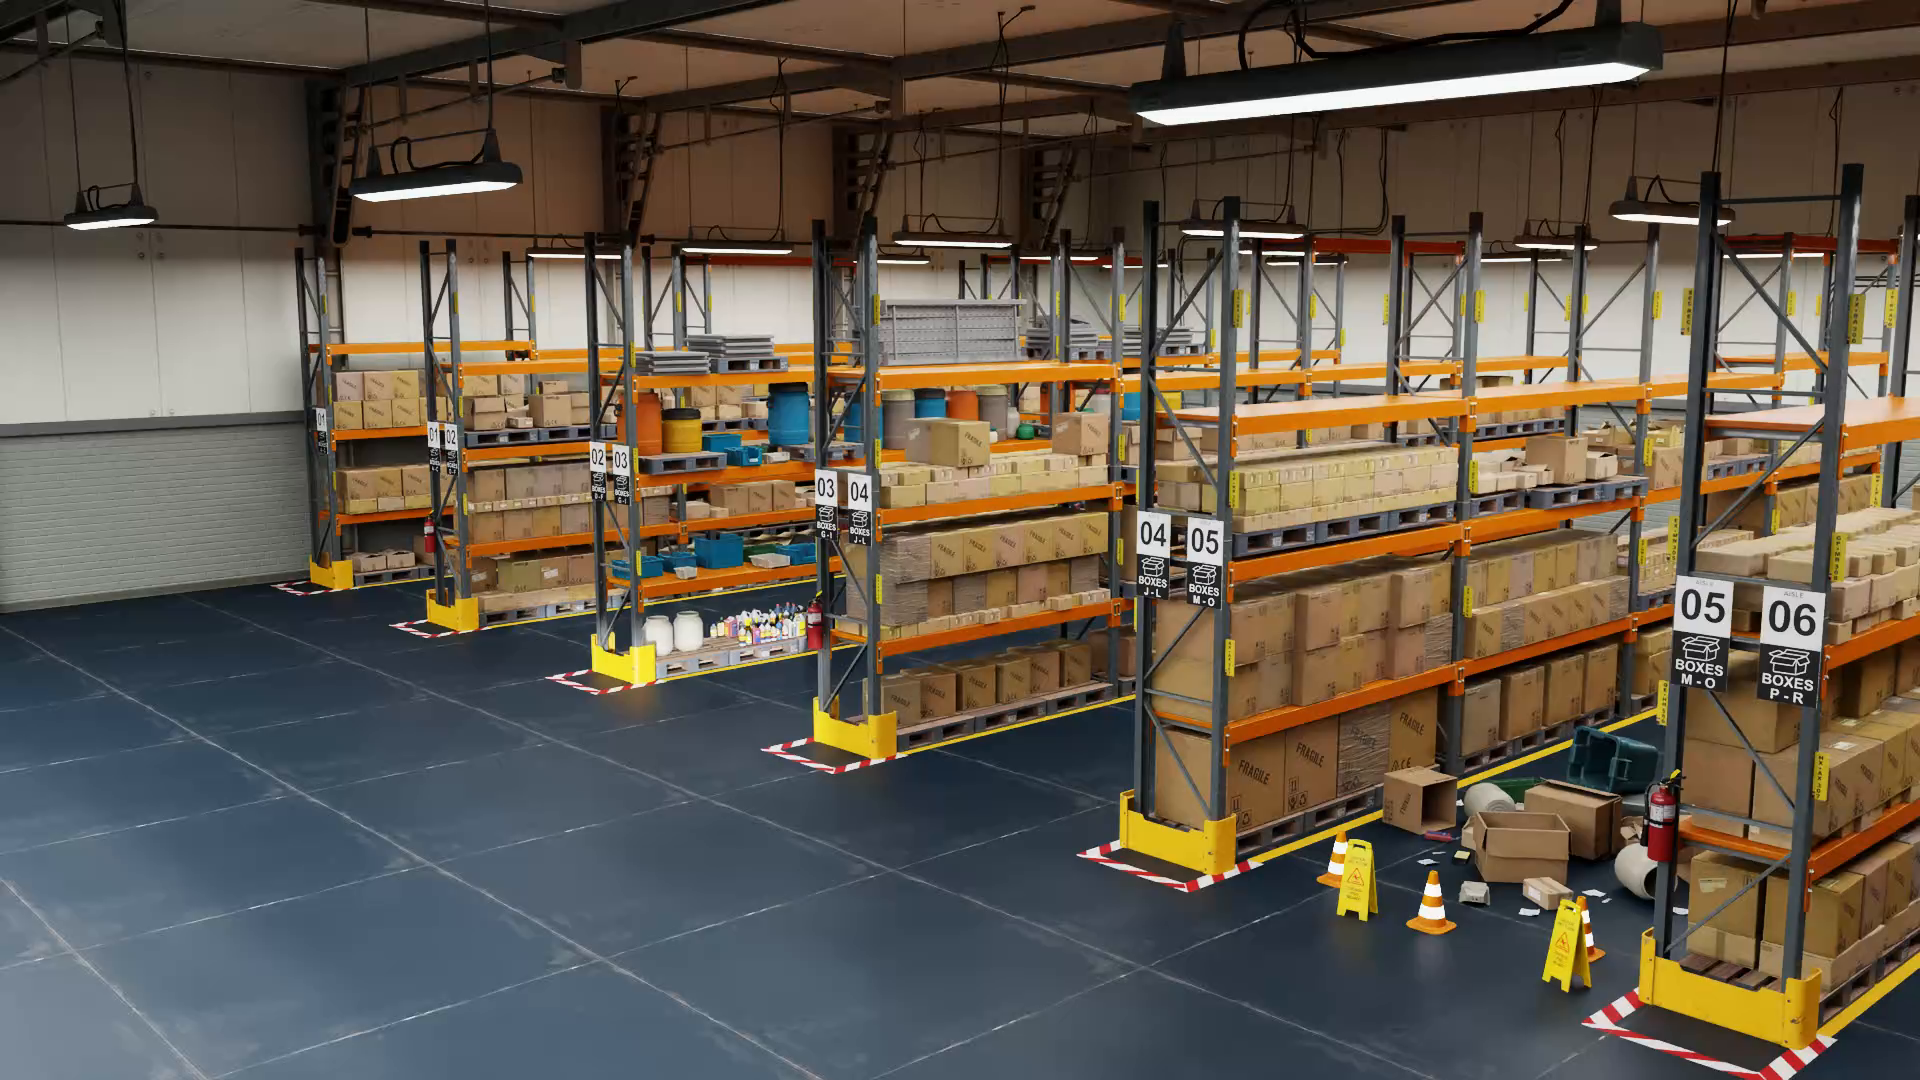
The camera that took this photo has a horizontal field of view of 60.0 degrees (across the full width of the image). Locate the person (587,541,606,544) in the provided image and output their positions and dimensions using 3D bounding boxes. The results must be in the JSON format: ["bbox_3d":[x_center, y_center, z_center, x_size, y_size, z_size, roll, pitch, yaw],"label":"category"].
[{"bbox_3d":[-6.460,-0.006,29.687,0.627,1.696,0.656,-7,11,-40],"label":"person"}]
